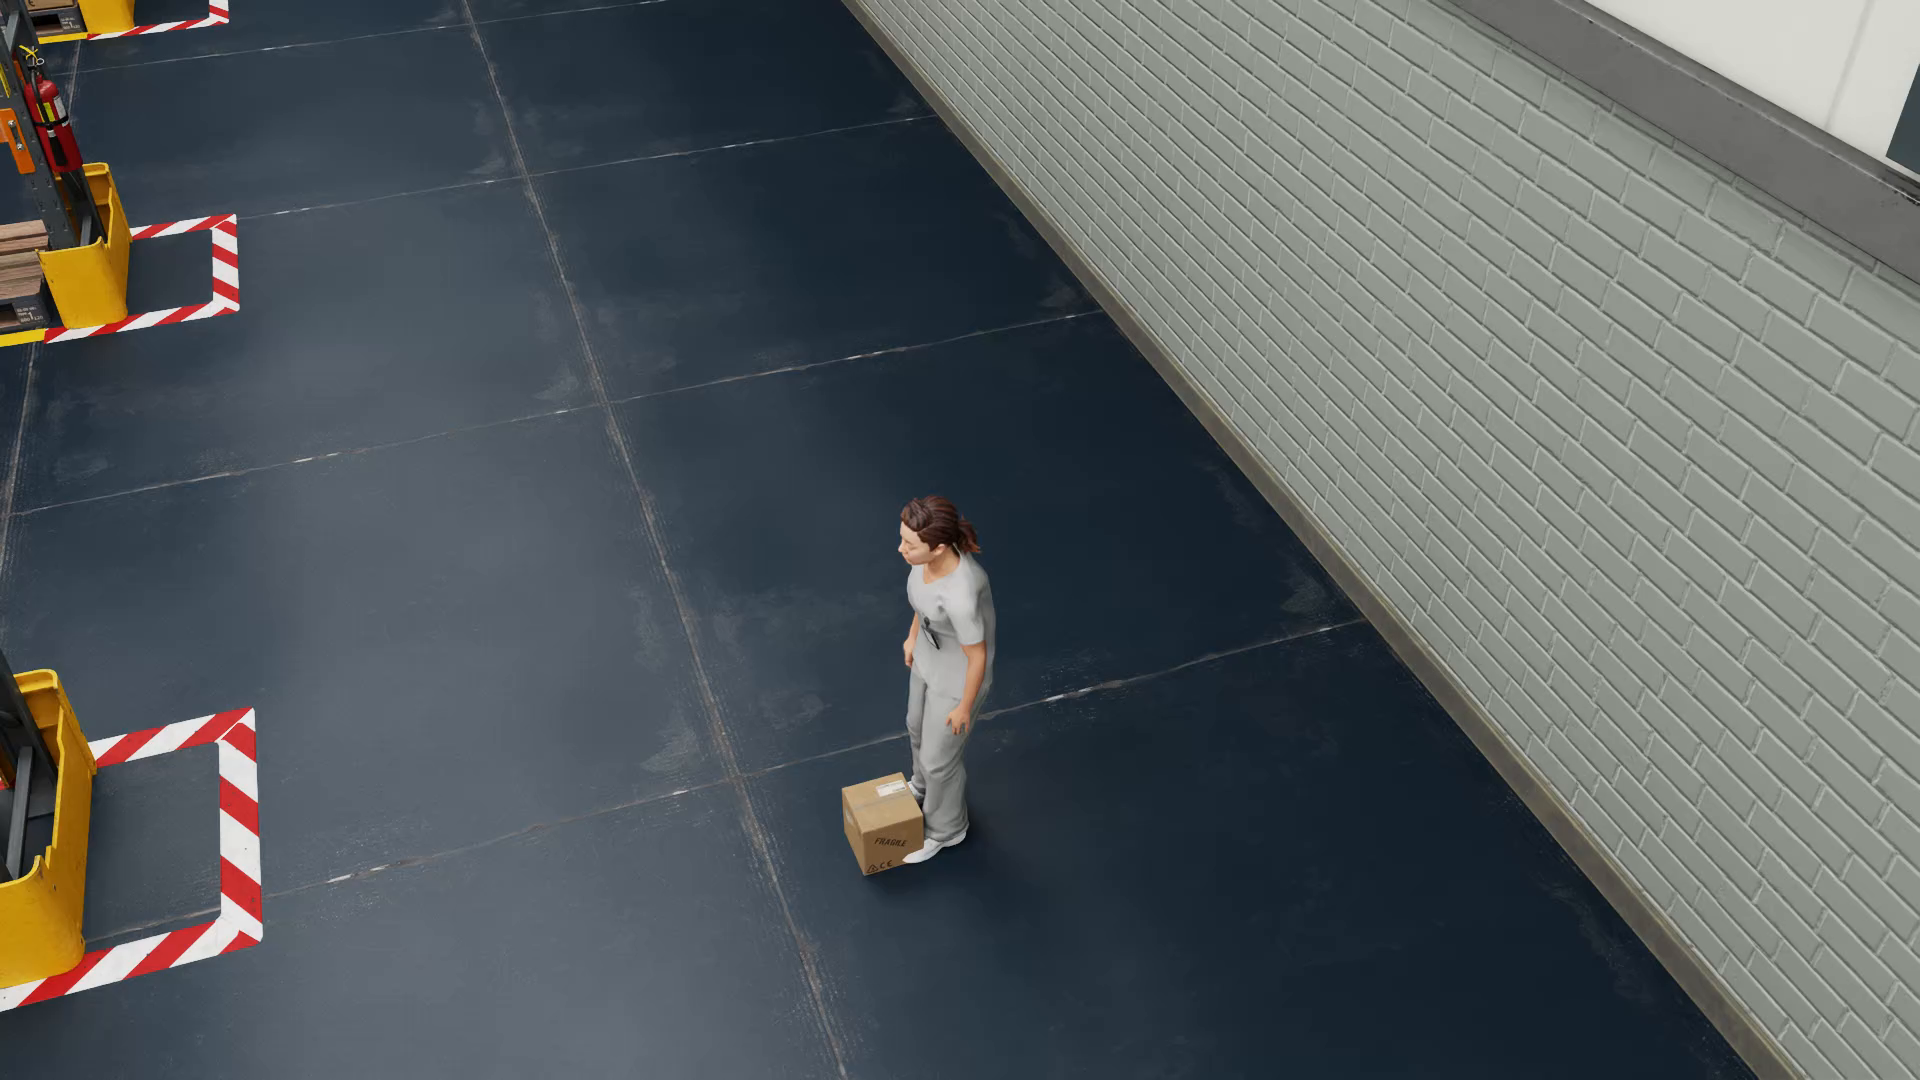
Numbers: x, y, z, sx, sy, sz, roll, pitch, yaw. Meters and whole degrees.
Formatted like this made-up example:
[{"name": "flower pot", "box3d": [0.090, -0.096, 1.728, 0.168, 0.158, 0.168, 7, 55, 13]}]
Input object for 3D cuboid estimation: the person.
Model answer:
[{"name": "person", "box3d": [-0.094, 0.501, 6.141, 0.416, 1.671, 0.514, -15, 40, -18]}]
